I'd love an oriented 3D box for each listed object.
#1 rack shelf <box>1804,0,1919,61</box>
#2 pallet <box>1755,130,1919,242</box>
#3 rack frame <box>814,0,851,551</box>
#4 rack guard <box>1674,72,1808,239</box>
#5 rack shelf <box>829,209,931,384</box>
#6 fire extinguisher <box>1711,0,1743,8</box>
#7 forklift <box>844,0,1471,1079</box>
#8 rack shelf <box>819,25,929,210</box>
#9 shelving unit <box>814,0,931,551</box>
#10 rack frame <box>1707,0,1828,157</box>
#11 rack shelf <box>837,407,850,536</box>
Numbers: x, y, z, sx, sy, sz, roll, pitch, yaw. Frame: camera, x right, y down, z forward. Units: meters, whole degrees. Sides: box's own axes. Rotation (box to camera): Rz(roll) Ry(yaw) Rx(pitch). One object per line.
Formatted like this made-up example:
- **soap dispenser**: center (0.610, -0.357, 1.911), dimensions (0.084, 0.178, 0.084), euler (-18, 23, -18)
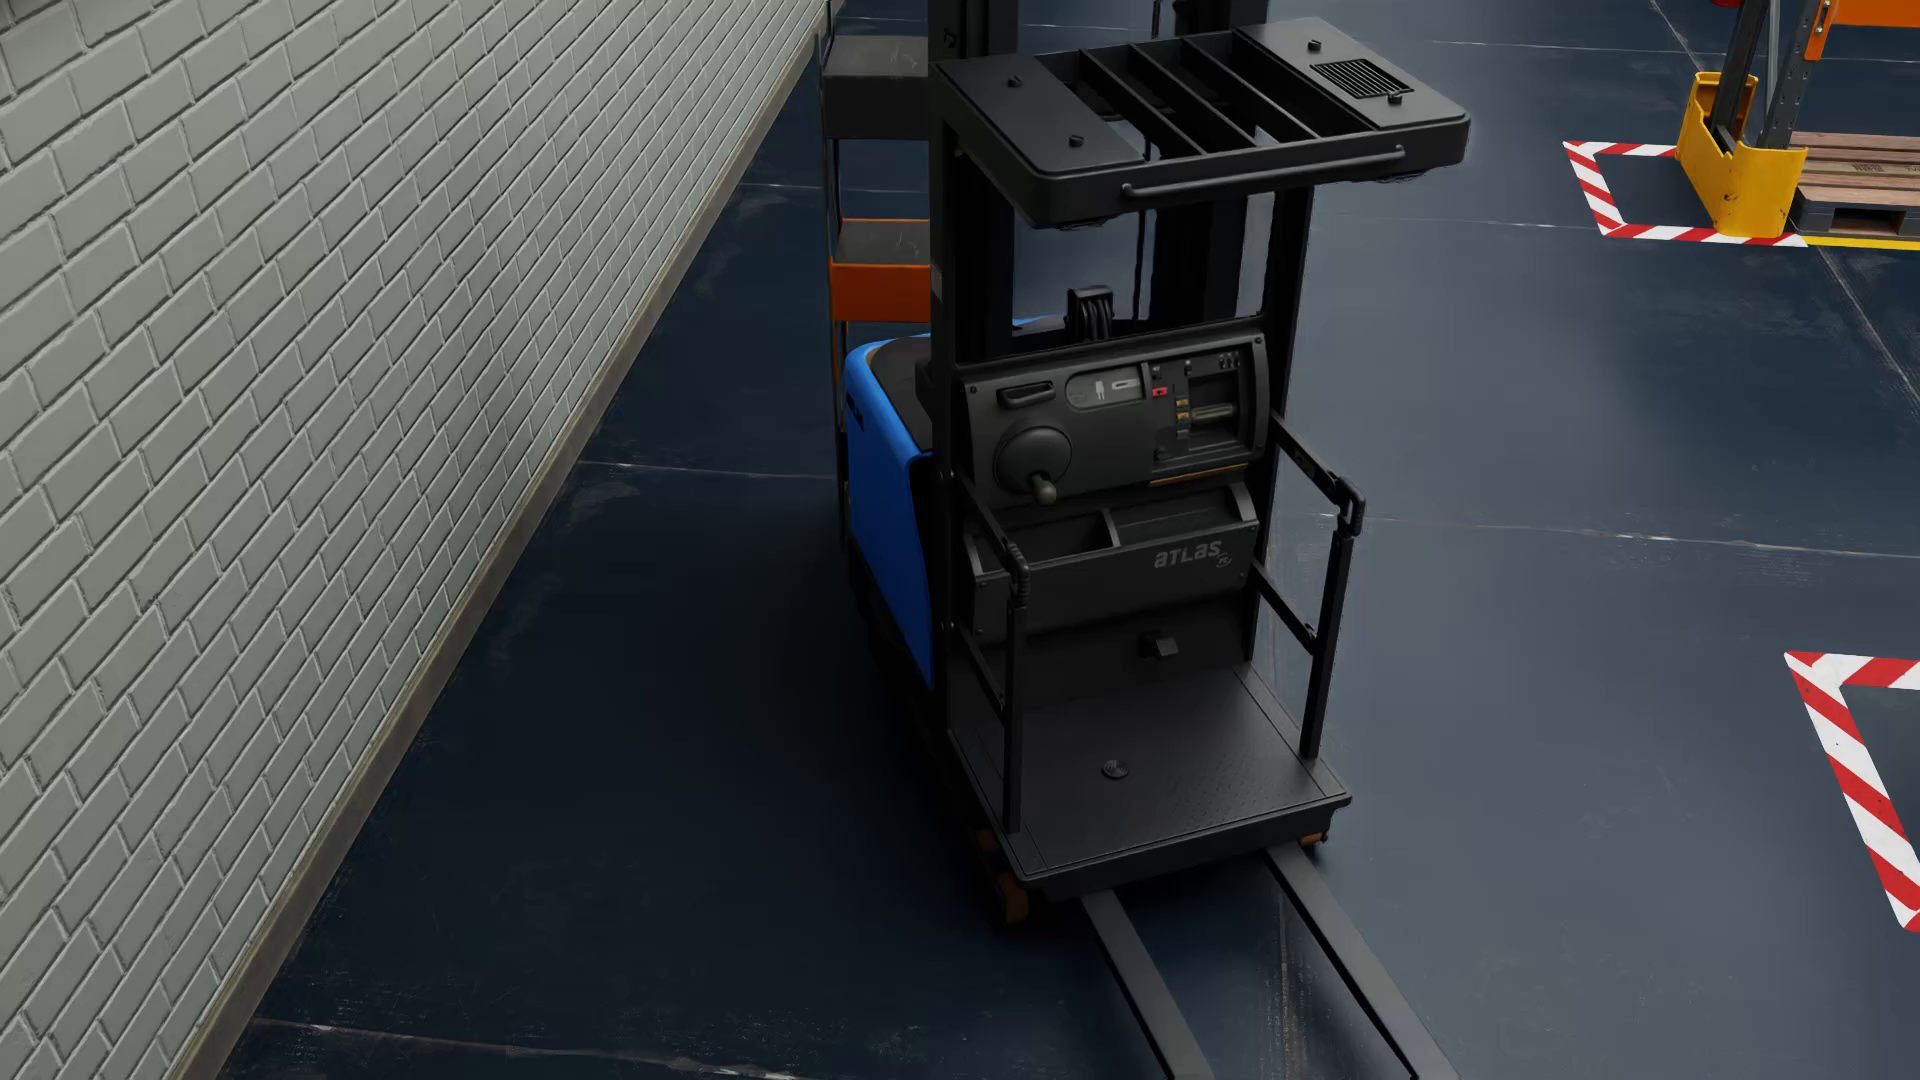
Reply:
- **rack shelf**: center (6.395, -2.770, 8.668), dimensions (4.000, 0.370, 1.077), euler (4, 36, 6)
- **pallet**: center (5.224, -1.992, 9.359), dimensions (1.213, 0.211, 1.003), euler (4, 36, 6)
- **rack frame**: center (-0.464, -0.928, 6.243), dimensions (0.015, 2.100, 0.400), euler (1, 36, 2)
- **rack guard**: center (4.385, -2.187, 9.384), dimensions (0.348, 0.500, 1.175), euler (4, 36, 6)
- **rack shelf**: center (-0.220, -0.911, 6.243), dimensions (0.480, 0.518, 0.431), euler (1, 36, 2)
- **fire extinguisher**: center (4.319, -3.300, 9.179), dimensions (0.183, 0.674, 0.296), euler (4, 36, 6)
- **forklift**: center (0.533, -0.286, 4.627), dimensions (1.130, 2.935, 3.031), euler (-11, 37, -15)
- **rack shelf**: center (-0.220, -1.481, 5.836), dimensions (0.480, 0.518, 0.431), euler (1, 36, 2)
- **shelving unit**: center (-0.220, -0.922, 6.235), dimensions (0.503, 2.100, 0.431), euler (1, 36, 2)
- **rack frame**: center (4.411, -3.210, 8.666), dimensions (0.127, 3.000, 1.000), euler (4, 36, 6)
- **rack shelf**: center (-0.220, -0.342, 6.650), dimensions (0.480, 0.518, 0.431), euler (1, 36, 2)
